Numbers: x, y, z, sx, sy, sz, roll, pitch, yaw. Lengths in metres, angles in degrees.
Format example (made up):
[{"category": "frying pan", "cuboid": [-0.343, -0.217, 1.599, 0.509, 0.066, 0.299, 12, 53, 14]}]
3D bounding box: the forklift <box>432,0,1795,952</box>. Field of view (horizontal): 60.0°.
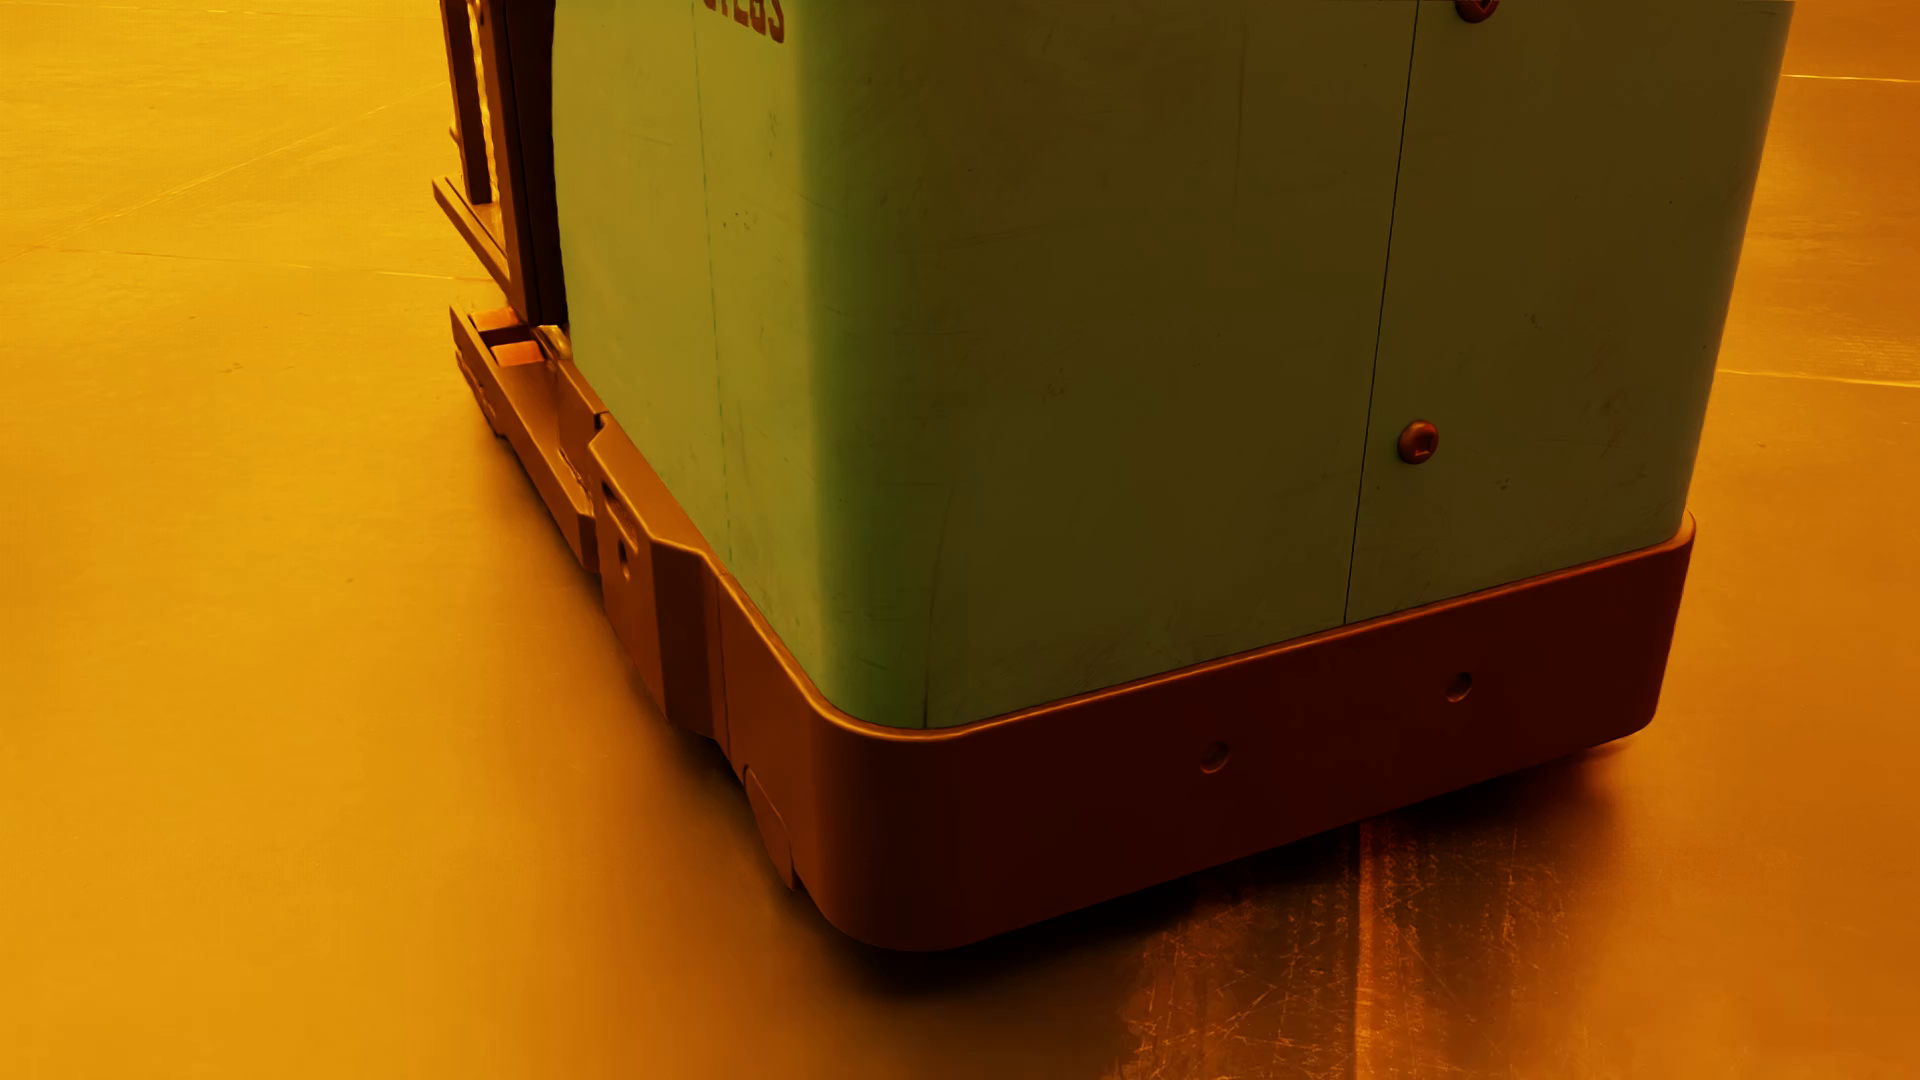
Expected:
[{"category": "forklift", "cuboid": [-0.264, -1.557, 2.332, 1.130, 2.935, 3.031, -12, 29, -22]}]
